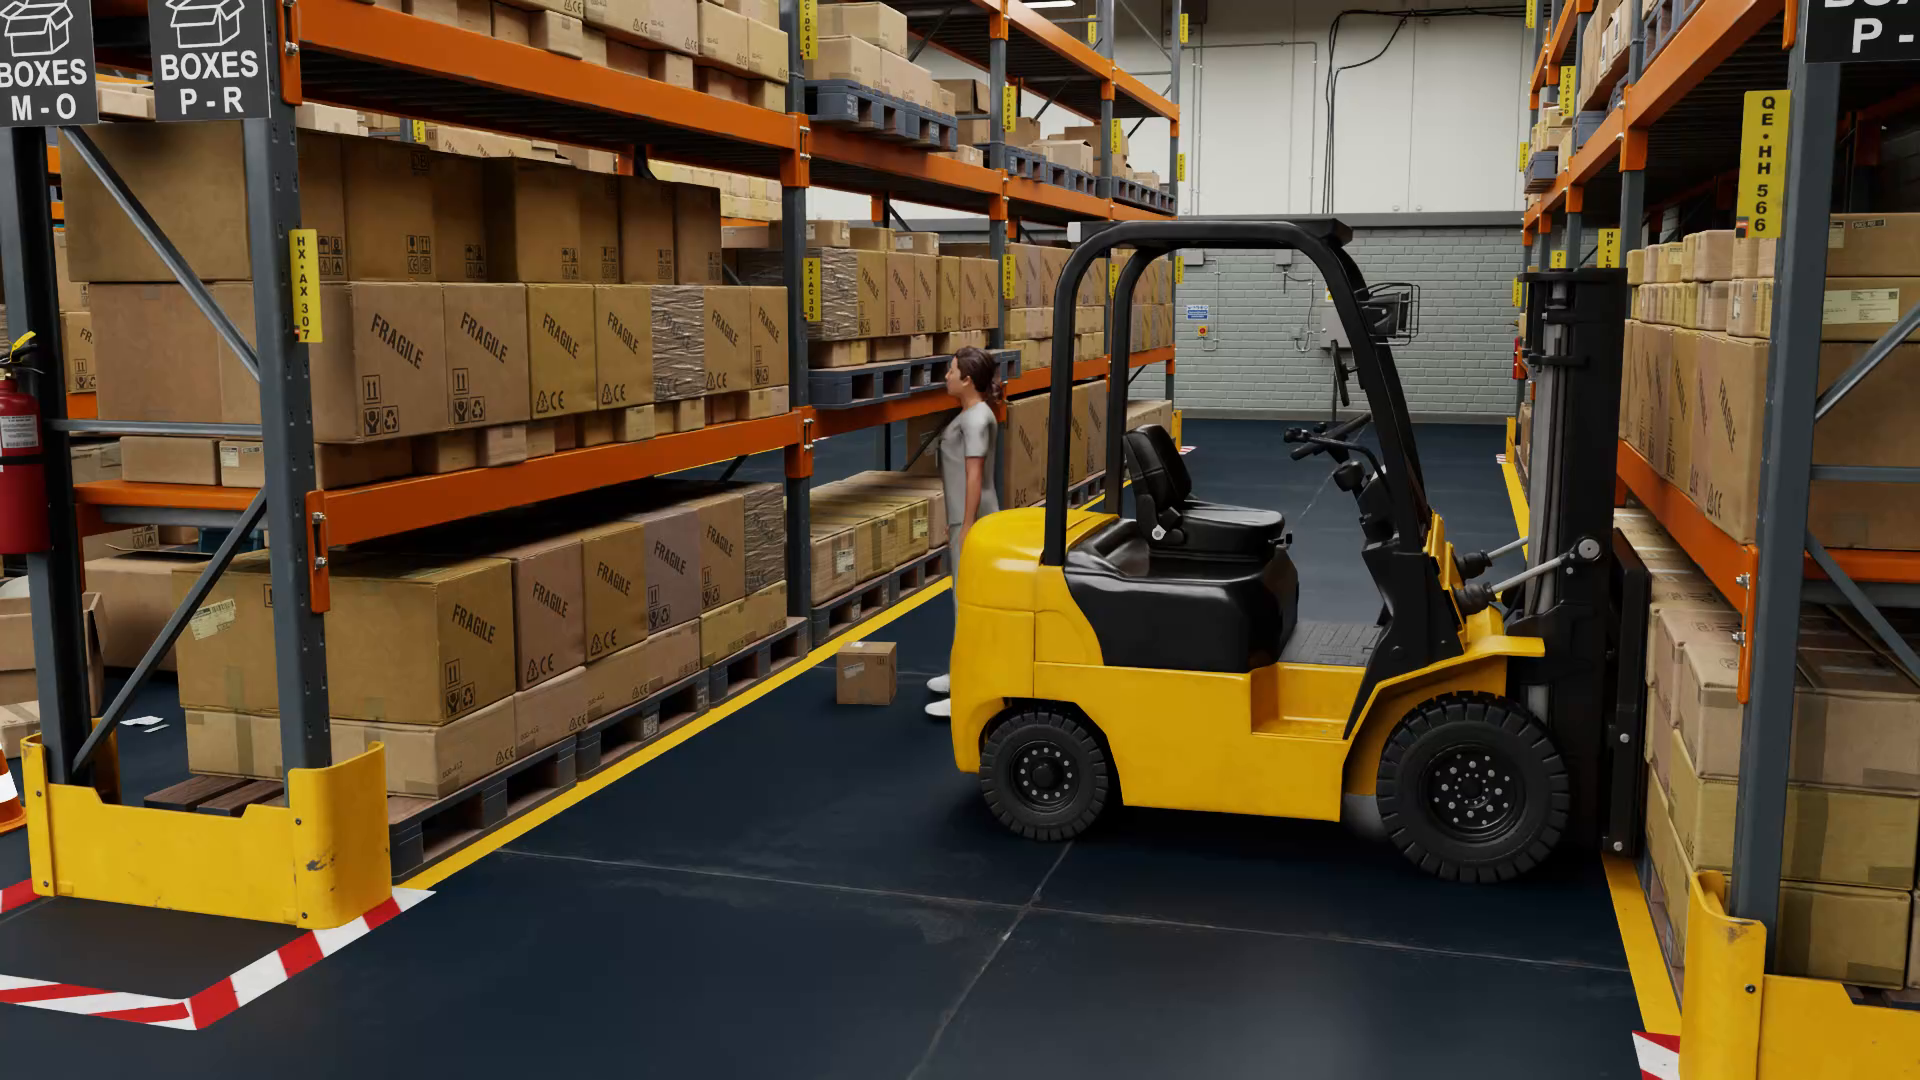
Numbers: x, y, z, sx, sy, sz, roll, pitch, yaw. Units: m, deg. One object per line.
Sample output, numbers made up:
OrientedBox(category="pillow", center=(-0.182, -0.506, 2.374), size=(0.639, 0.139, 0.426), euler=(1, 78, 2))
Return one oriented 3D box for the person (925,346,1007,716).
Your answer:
OrientedBox(category="person", center=(0.025, -0.061, 7.727), size=(0.394, 1.669, 0.647), euler=(0, 8, -3))
